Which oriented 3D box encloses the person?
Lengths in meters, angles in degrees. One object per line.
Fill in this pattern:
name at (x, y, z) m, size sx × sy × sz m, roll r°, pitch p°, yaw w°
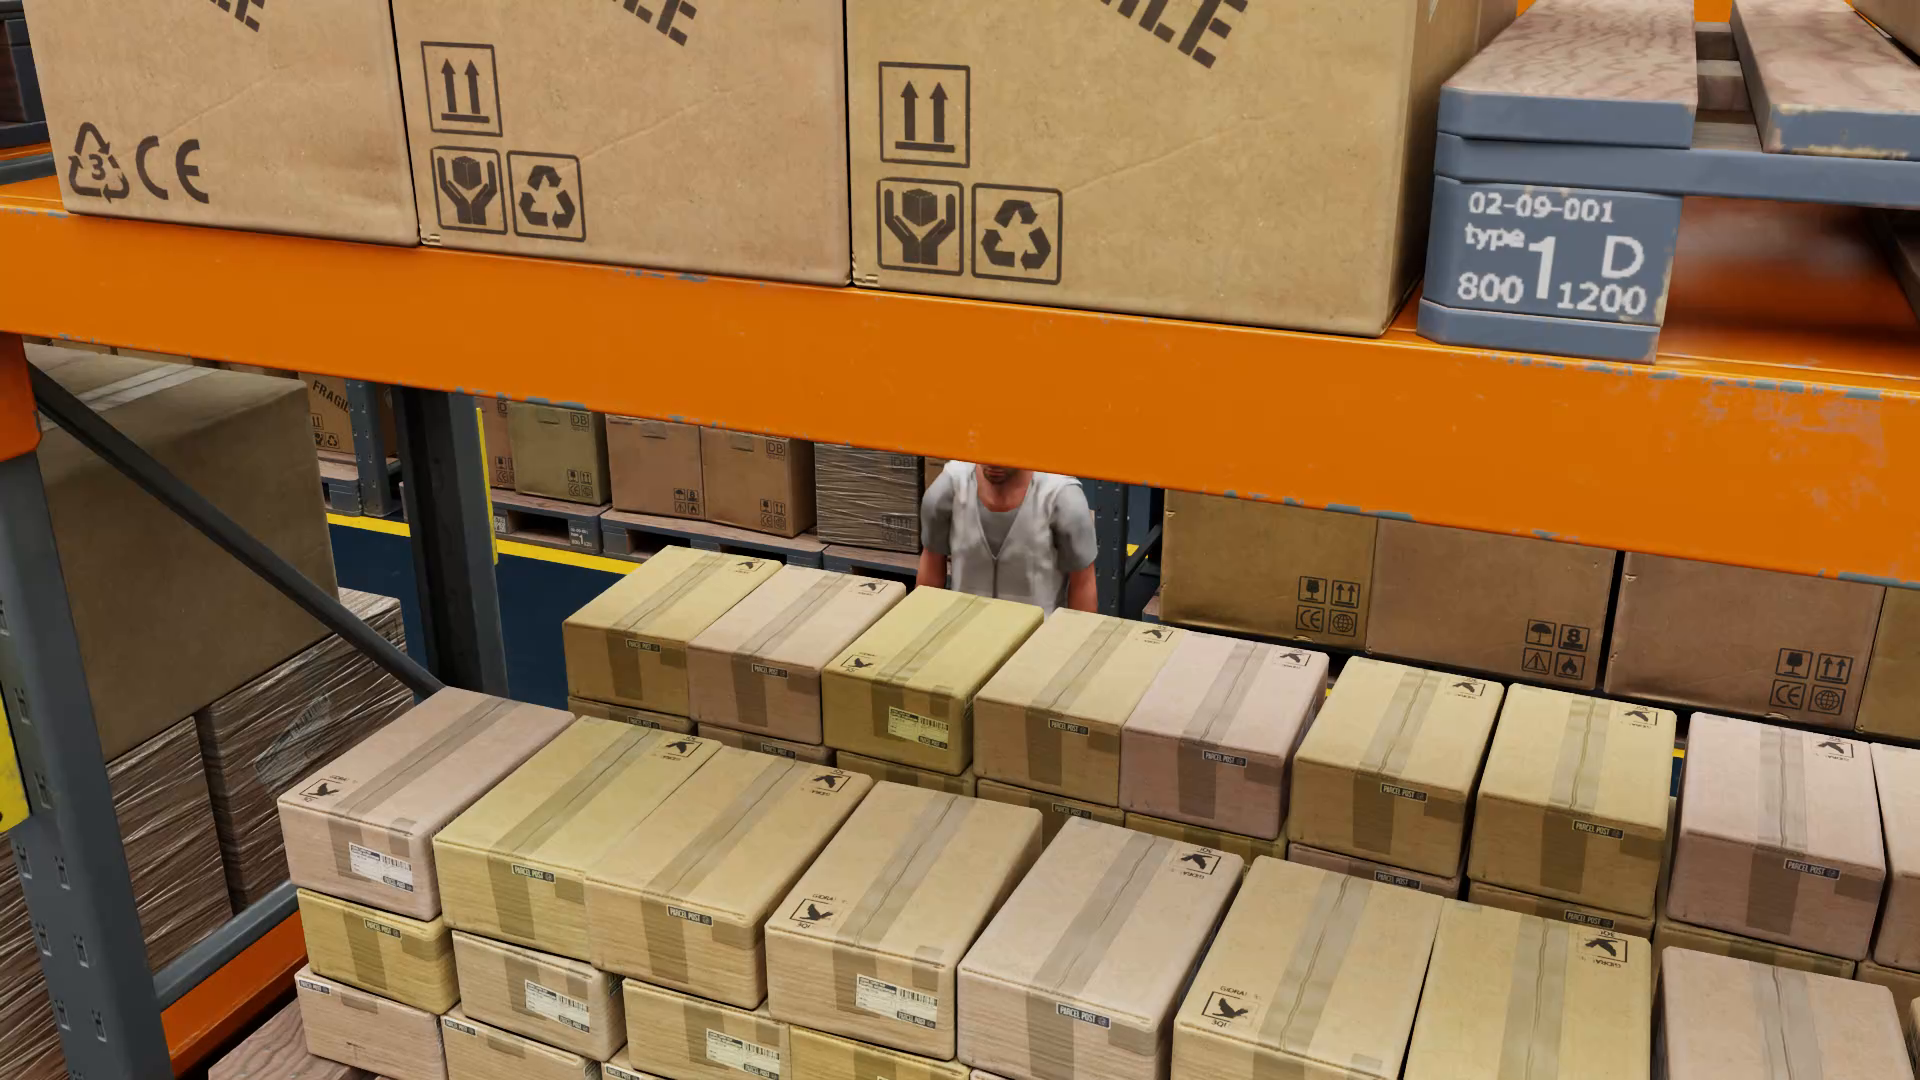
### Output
person at (0.126, 0.348, 5.217) m, size 0.616 × 1.778 × 0.453 m, roll 7°, pitch 23°, yaw 17°
